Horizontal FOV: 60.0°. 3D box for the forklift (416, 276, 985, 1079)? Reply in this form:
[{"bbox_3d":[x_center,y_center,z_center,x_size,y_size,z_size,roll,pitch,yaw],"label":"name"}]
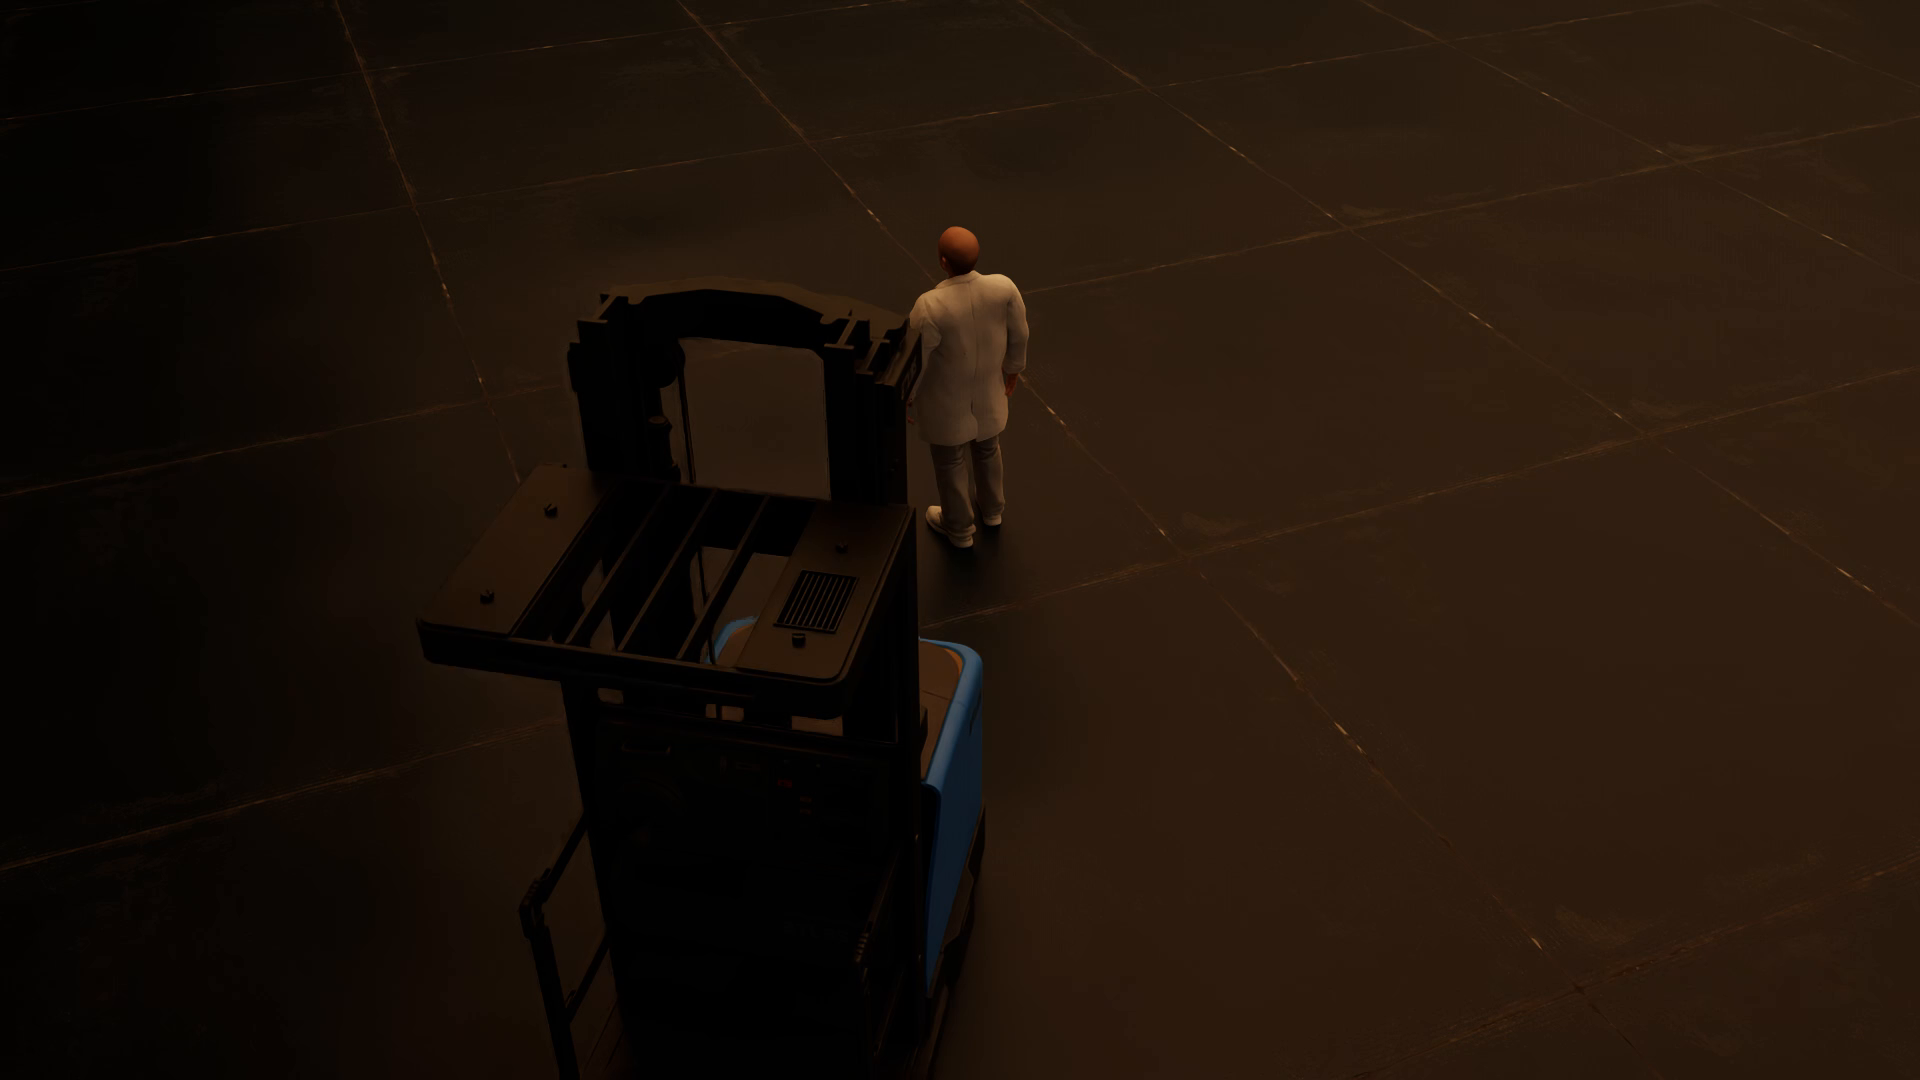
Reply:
[{"bbox_3d":[-0.711,0.852,4.901,1.130,2.935,3.031,7,36,10],"label":"forklift"}]

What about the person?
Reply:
[{"bbox_3d":[-0.032,-0.780,8.178,0.696,1.778,0.578,-14,38,-19],"label":"person"}]
